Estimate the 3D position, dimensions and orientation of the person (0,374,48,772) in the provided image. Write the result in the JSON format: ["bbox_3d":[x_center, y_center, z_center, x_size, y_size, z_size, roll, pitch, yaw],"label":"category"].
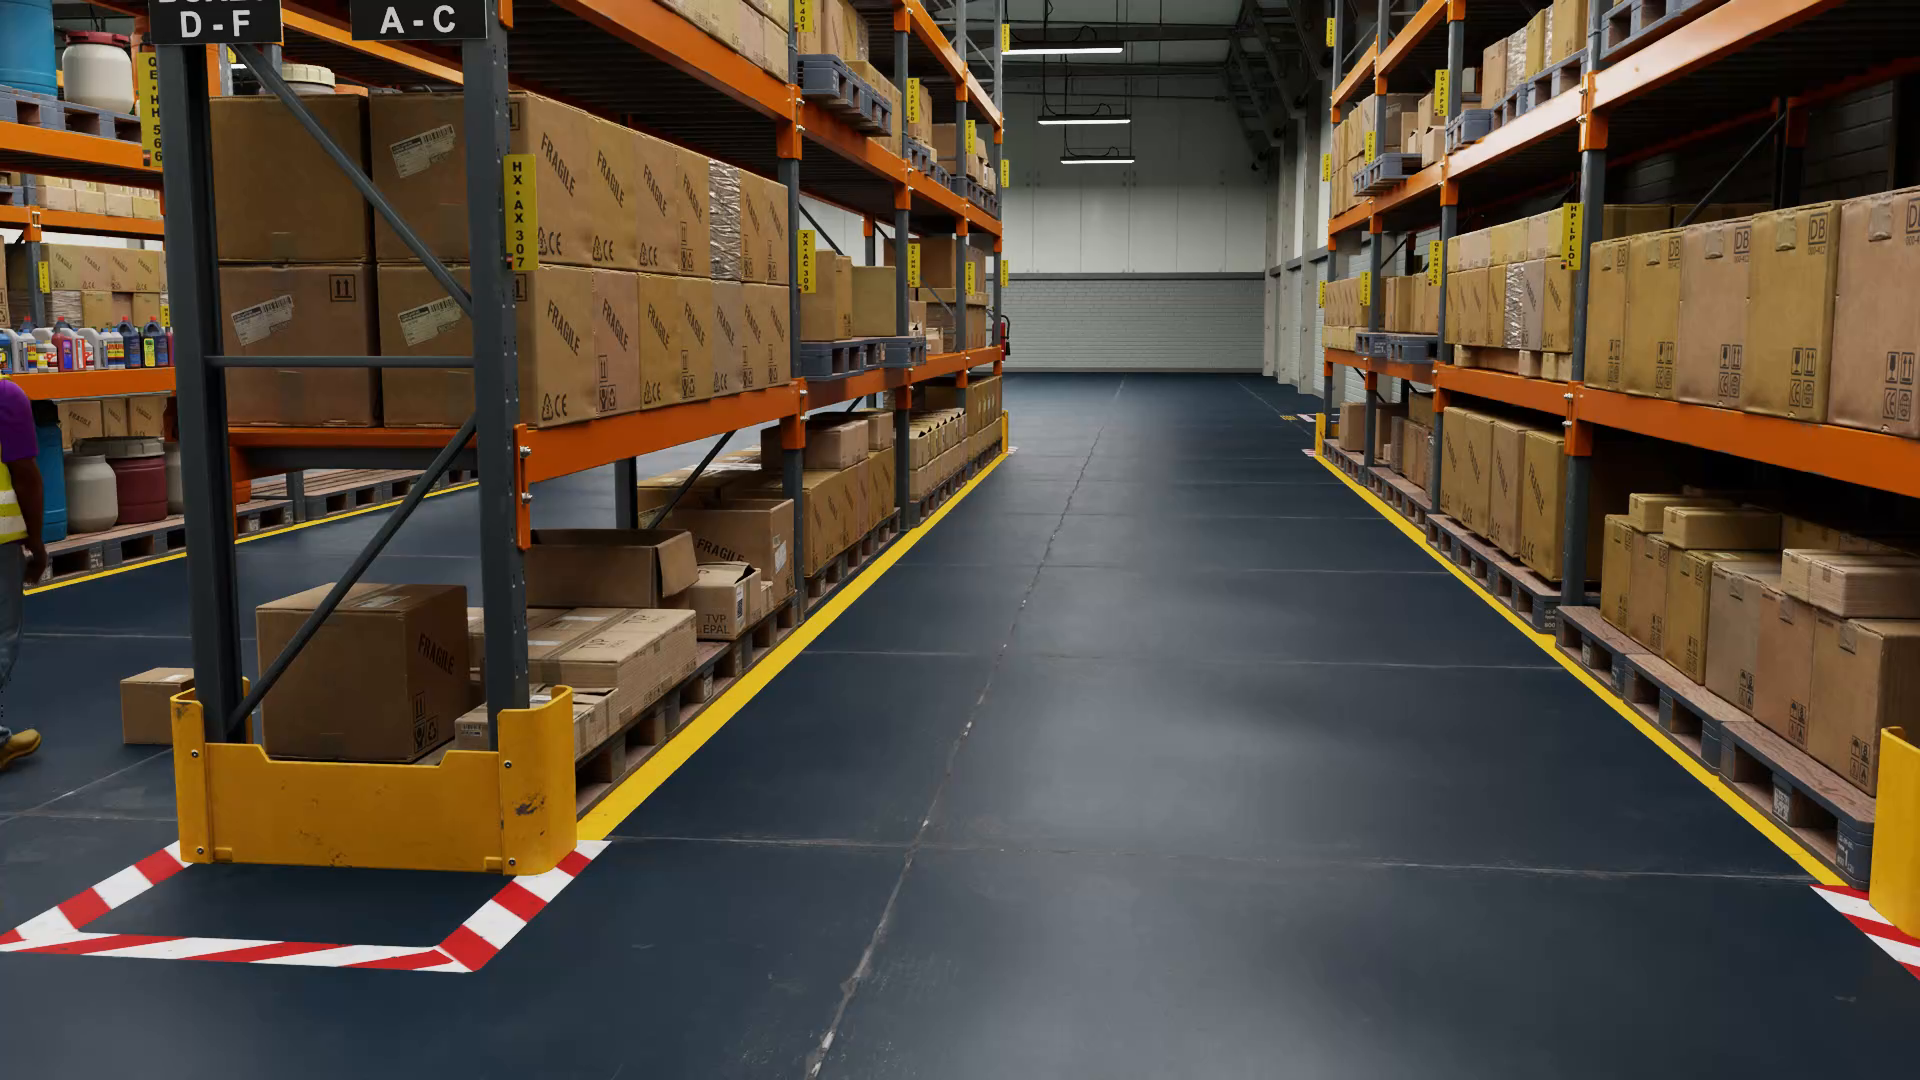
[{"bbox_3d":[-3.430,0.007,5.678,0.573,1.742,0.949,0,8,2],"label":"person"}]
